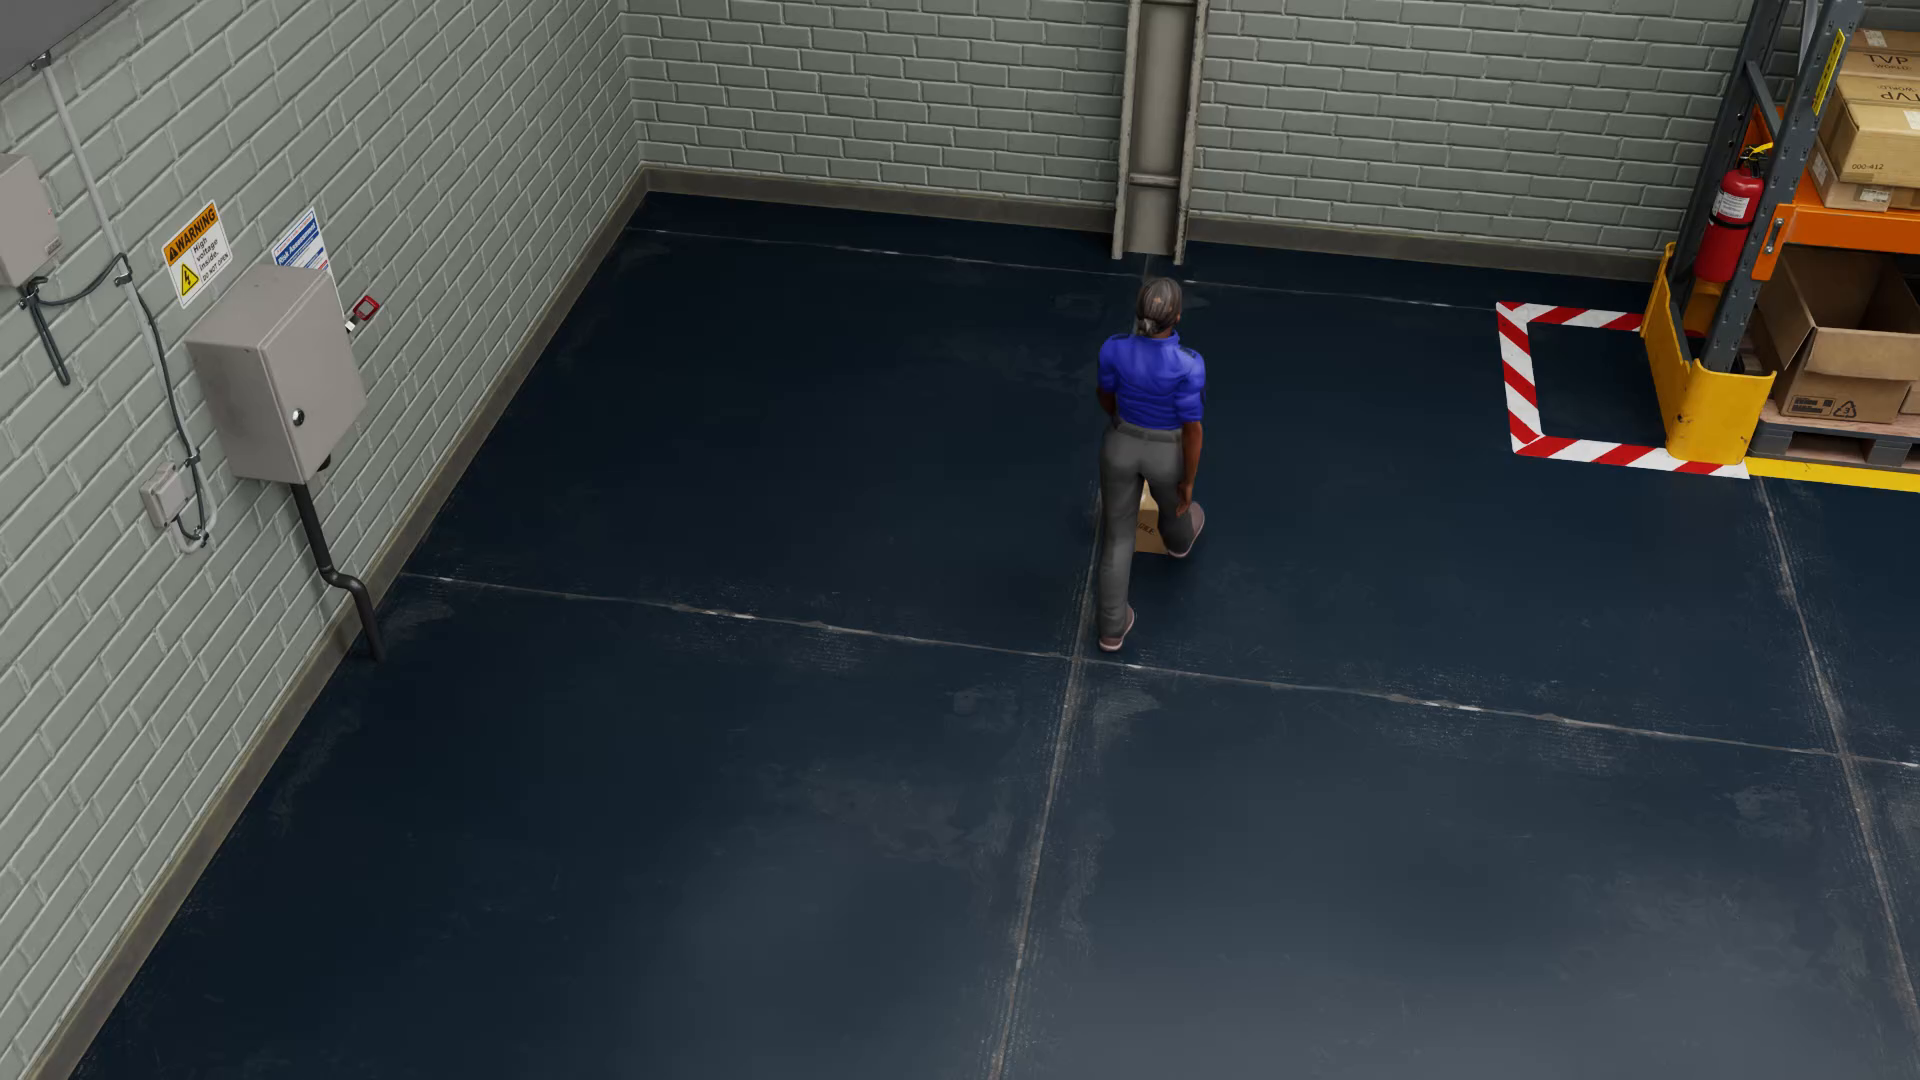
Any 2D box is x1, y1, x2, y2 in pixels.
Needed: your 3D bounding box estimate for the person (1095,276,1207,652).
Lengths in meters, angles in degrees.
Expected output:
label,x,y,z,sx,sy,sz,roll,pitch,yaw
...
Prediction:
label,x,y,z,sx,sy,sz,roll,pitch,yaw
person,0.762,-0.417,6.630,0.451,1.618,0.920,10,42,12
